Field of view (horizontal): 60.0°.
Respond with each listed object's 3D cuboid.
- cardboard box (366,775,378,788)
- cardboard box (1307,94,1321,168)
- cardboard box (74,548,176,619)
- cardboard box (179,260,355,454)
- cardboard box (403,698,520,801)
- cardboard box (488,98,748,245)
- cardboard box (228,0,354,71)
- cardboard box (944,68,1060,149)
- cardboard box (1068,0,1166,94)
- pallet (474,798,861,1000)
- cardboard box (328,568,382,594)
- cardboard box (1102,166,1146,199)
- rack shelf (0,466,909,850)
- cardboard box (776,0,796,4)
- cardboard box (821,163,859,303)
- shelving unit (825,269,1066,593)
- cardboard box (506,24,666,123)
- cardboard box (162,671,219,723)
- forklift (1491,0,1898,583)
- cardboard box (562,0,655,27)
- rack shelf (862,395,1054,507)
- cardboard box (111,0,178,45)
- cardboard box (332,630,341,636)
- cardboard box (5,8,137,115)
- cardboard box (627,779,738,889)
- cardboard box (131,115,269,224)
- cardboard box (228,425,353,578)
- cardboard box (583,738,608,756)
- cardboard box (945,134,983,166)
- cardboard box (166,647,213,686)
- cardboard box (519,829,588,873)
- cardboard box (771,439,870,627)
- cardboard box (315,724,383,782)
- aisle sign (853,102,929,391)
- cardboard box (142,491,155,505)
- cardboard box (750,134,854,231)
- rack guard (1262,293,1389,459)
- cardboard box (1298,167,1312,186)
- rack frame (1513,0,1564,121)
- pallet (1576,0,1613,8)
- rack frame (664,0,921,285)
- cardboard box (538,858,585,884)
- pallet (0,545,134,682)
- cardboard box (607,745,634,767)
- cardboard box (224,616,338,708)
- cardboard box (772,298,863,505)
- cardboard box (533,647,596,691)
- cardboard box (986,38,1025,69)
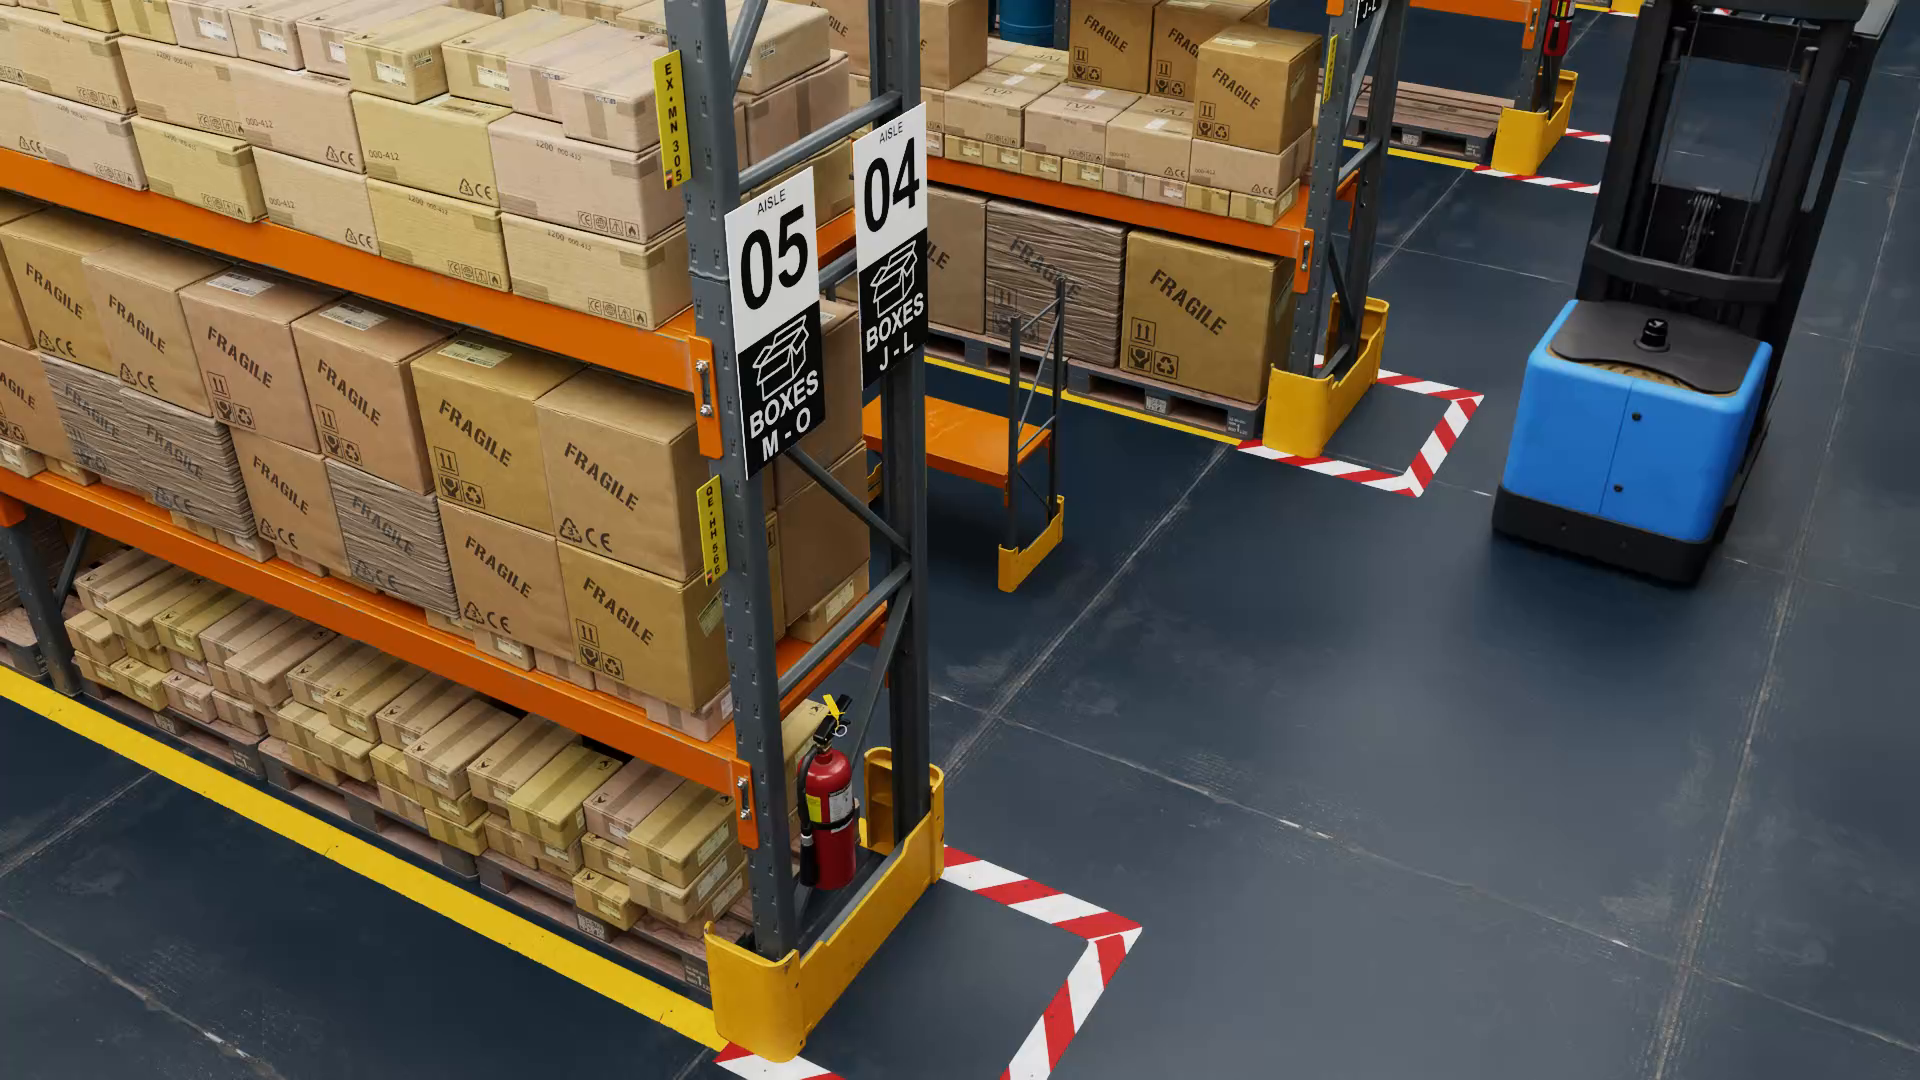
[{"bbox_3d":[-2.317,0.866,6.937,0.250,0.149,0.380,19,38,26],"label":"cardboard box"},{"bbox_3d":[1.853,-2.356,9.448,0.500,0.250,0.500,17,37,23],"label":"cardboard box"},{"bbox_3d":[-3.690,0.185,7.422,0.250,0.149,0.380,19,38,26],"label":"cardboard box"},{"bbox_3d":[-2.291,-0.683,5.809,0.500,0.500,0.500,16,37,23],"label":"cardboard box"},{"bbox_3d":[-1.931,0.812,6.481,0.250,0.149,0.380,19,38,26],"label":"cardboard box"},{"bbox_3d":[-0.940,-1.072,4.631,0.500,0.250,0.500,16,37,23],"label":"cardboard box"},{"bbox_3d":[-1.944,-1.551,4.991,0.250,0.149,0.380,18,38,25],"label":"cardboard box"},{"bbox_3d":[0.247,-2.520,9.695,0.500,0.250,0.500,18,38,24],"label":"cardboard box"},{"bbox_3d":[0.966,-2.945,9.656,0.500,0.500,0.500,17,37,23],"label":"cardboard box"},{"bbox_3d":[-1.167,1.226,6.718,1.213,0.211,1.003,18,37,24],"label":"pallet"},{"bbox_3d":[-2.150,0.016,6.247,0.250,0.149,0.380,18,38,25],"label":"cardboard box"},{"bbox_3d":[1.002,-2.077,9.389,0.250,0.149,0.380,18,38,25],"label":"cardboard box"},{"bbox_3d":[-2.150,0.076,6.579,4.000,0.370,1.077,18,37,24],"label":"rack shelf"},{"bbox_3d":[-1.049,-3.251,10.116,0.500,0.500,0.500,18,37,24],"label":"cardboard box"},{"bbox_3d":[-0.804,-2.203,10.890,0.875,0.875,0.875,18,37,24],"label":"cardboard box"},{"bbox_3d":[-0.066,-0.645,8.366,1.083,1.500,0.587,18,37,24],"label":"shelving unit"},{"bbox_3d":[-1.024,-1.288,4.596,0.250,0.149,0.380,18,38,25],"label":"cardboard box"},{"bbox_3d":[-3.257,0.610,7.321,0.250,0.149,0.380,17,37,24],"label":"cardboard box"},{"bbox_3d":[3.996,-1.791,8.795,1.130,2.935,3.031,19,38,26],"label":"forklift"},{"bbox_3d":[-0.993,-1.621,5.096,0.250,0.149,0.380,18,37,24],"label":"cardboard box"},{"bbox_3d":[-0.074,-0.498,8.469,1.000,0.185,0.538,18,37,24],"label":"rack shelf"},{"bbox_3d":[-2.403,-1.687,5.195,0.250,0.149,0.380,16,37,23],"label":"cardboard box"},{"bbox_3d":[-2.573,0.359,7.430,0.250,0.149,0.380,19,38,26],"label":"cardboard box"},{"bbox_3d":[-2.727,-1.635,5.478,0.500,0.250,0.500,18,38,25],"label":"cardboard box"},{"bbox_3d":[-0.999,1.067,6.098,0.250,0.149,0.380,18,38,25],"label":"cardboard box"},{"bbox_3d":[-2.282,-1.274,5.385,0.500,0.250,0.500,19,38,26],"label":"cardboard box"},{"bbox_3d":[-2.249,-0.260,6.075,0.500,0.500,0.500,20,38,27],"label":"cardboard box"},{"bbox_3d":[-1.364,0.820,7.006,0.250,0.149,0.380,18,38,25],"label":"cardboard box"},{"bbox_3d":[0.108,-2.359,9.812,0.250,0.149,0.380,16,37,23],"label":"cardboard box"},{"bbox_3d":[-3.237,0.444,7.301,0.250,0.149,0.380,17,37,24],"label":"cardboard box"},{"bbox_3d":[-1.465,1.065,6.370,0.250,0.149,0.380,16,37,23],"label":"cardboard box"},{"bbox_3d":[-0.666,-0.095,5.828,0.500,0.500,0.500,19,38,27],"label":"cardboard box"},{"bbox_3d":[-2.388,0.787,6.787,0.250,0.149,0.380,18,38,25],"label":"cardboard box"},{"bbox_3d":[-0.201,-0.880,5.019,0.004,0.787,0.394,18,37,24],"label":"aisle sign"},{"bbox_3d":[-3.051,-0.273,6.680,0.250,0.149,0.380,16,37,22],"label":"cardboard box"},{"bbox_3d":[-0.676,-1.106,5.133,0.500,0.250,0.500,19,38,26],"label":"cardboard box"},{"bbox_3d":[2.156,-0.985,9.779,0.348,0.500,1.175,18,37,24],"label":"rack guard"},{"bbox_3d":[1.991,-2.184,9.550,0.250,0.149,0.380,18,38,25],"label":"cardboard box"},{"bbox_3d":[4.593,-4.416,12.675,0.127,3.000,1.000,18,37,24],"label":"rack frame"},{"bbox_3d":[6.295,-5.877,17.386,1.213,0.211,1.003,18,37,24],"label":"pallet"},{"bbox_3d":[-0.413,-2.170,3.890,0.127,3.000,1.000,18,37,24],"label":"rack frame"},{"bbox_3d":[-1.434,1.158,6.498,0.250,0.149,0.380,17,37,24],"label":"cardboard box"},{"bbox_3d":[-4.563,0.174,8.298,1.213,0.211,1.003,18,37,24],"label":"pallet"},{"bbox_3d":[-1.207,0.820,6.737,0.250,0.149,0.380,18,38,25],"label":"cardboard box"},{"bbox_3d":[-2.818,0.505,6.941,0.250,0.149,0.380,18,38,25],"label":"cardboard box"},{"bbox_3d":[-0.671,-0.506,5.543,0.500,0.500,0.500,17,37,24],"label":"cardboard box"},{"bbox_3d":[-1.259,0.329,5.776,0.250,0.149,0.380,17,37,24],"label":"cardboard box"},{"bbox_3d":[0.070,-2.917,10.292,0.500,0.250,0.500,18,38,25],"label":"cardboard box"}]
